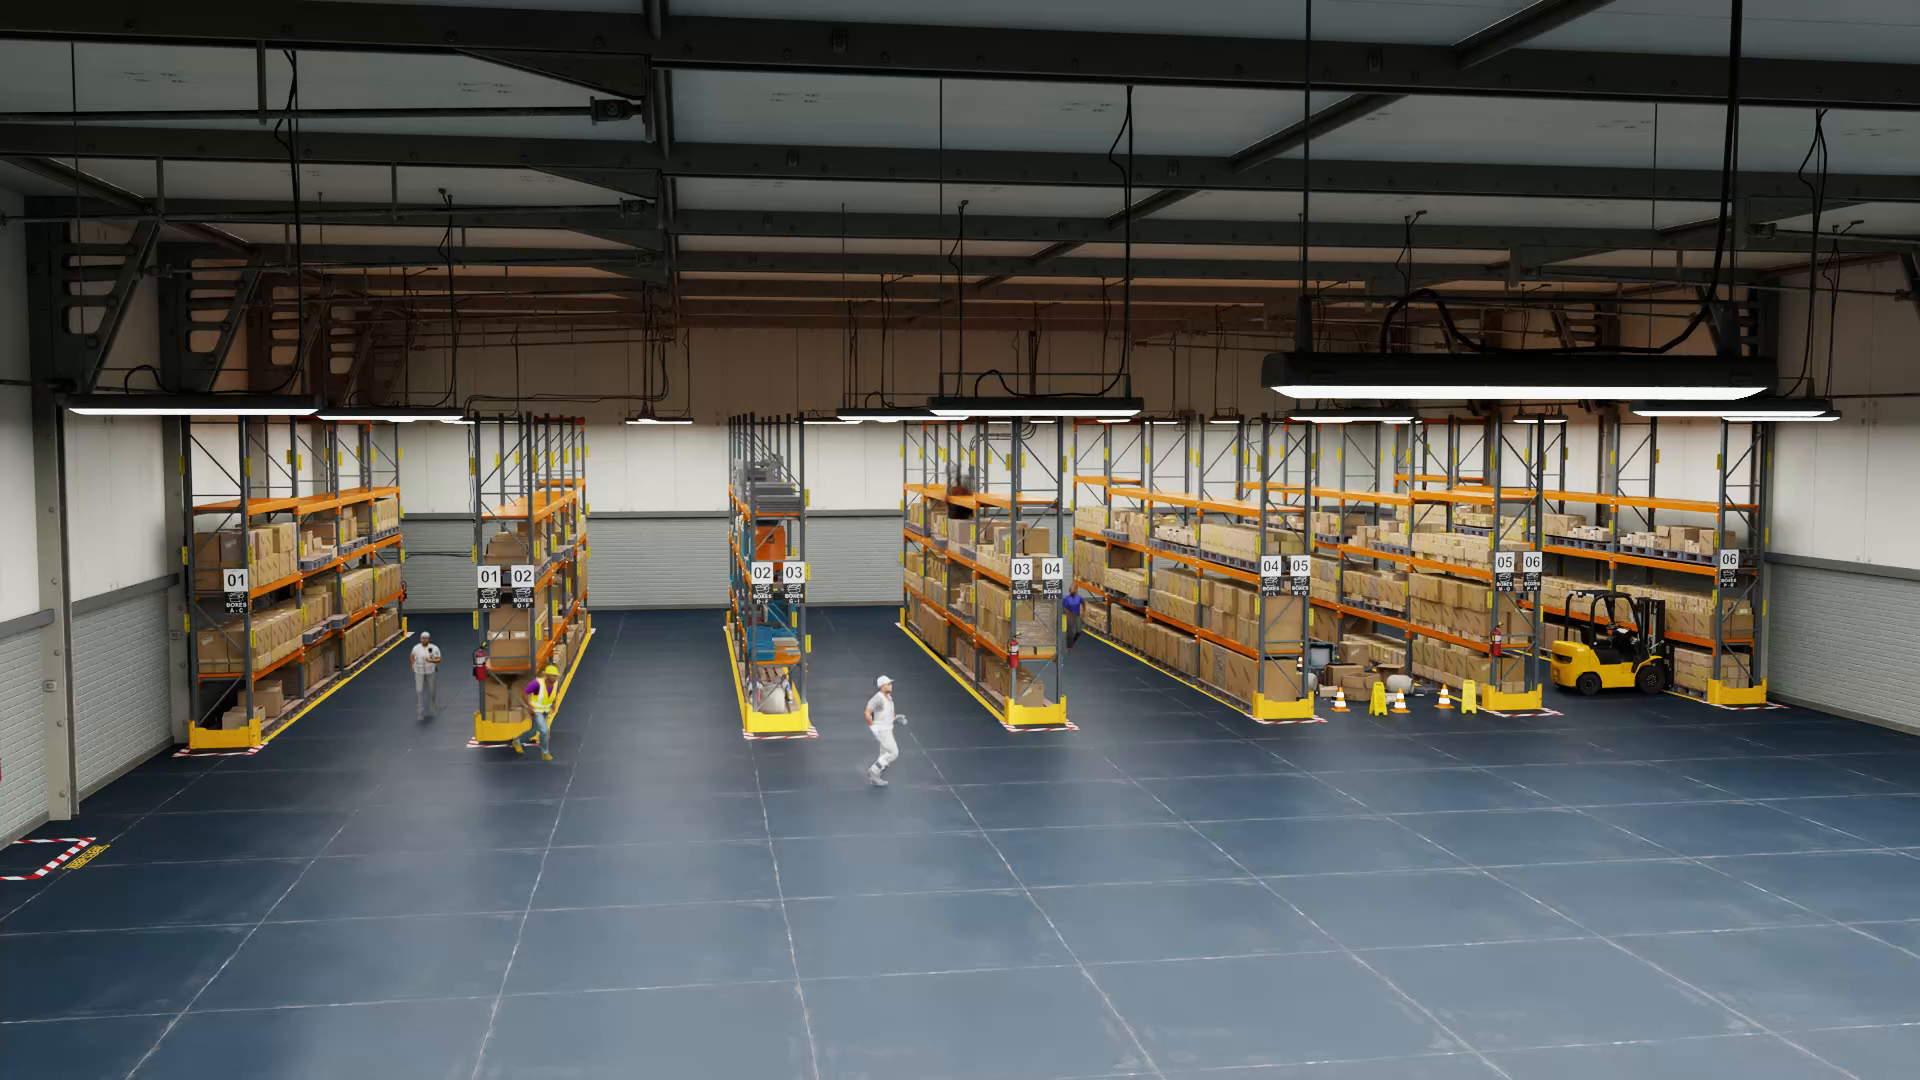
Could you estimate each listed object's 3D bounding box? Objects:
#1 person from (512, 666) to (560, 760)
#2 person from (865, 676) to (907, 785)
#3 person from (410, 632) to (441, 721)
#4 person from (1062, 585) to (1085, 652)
[{"bbox_3d":[-7.320,2.974,28.745,1.065,1.668,0.692,2,5,32],"label":"person"},{"bbox_3d":[-1.160,3.038,26.498,0.576,1.749,0.663,1,4,13],"label":"person"},{"bbox_3d":[-10.527,2.656,32.756,0.581,1.706,0.847,-1,4,-14],"label":"person"},{"bbox_3d":[2.760,1.909,40.085,0.602,1.637,0.683,-1,4,-7],"label":"person"}]
